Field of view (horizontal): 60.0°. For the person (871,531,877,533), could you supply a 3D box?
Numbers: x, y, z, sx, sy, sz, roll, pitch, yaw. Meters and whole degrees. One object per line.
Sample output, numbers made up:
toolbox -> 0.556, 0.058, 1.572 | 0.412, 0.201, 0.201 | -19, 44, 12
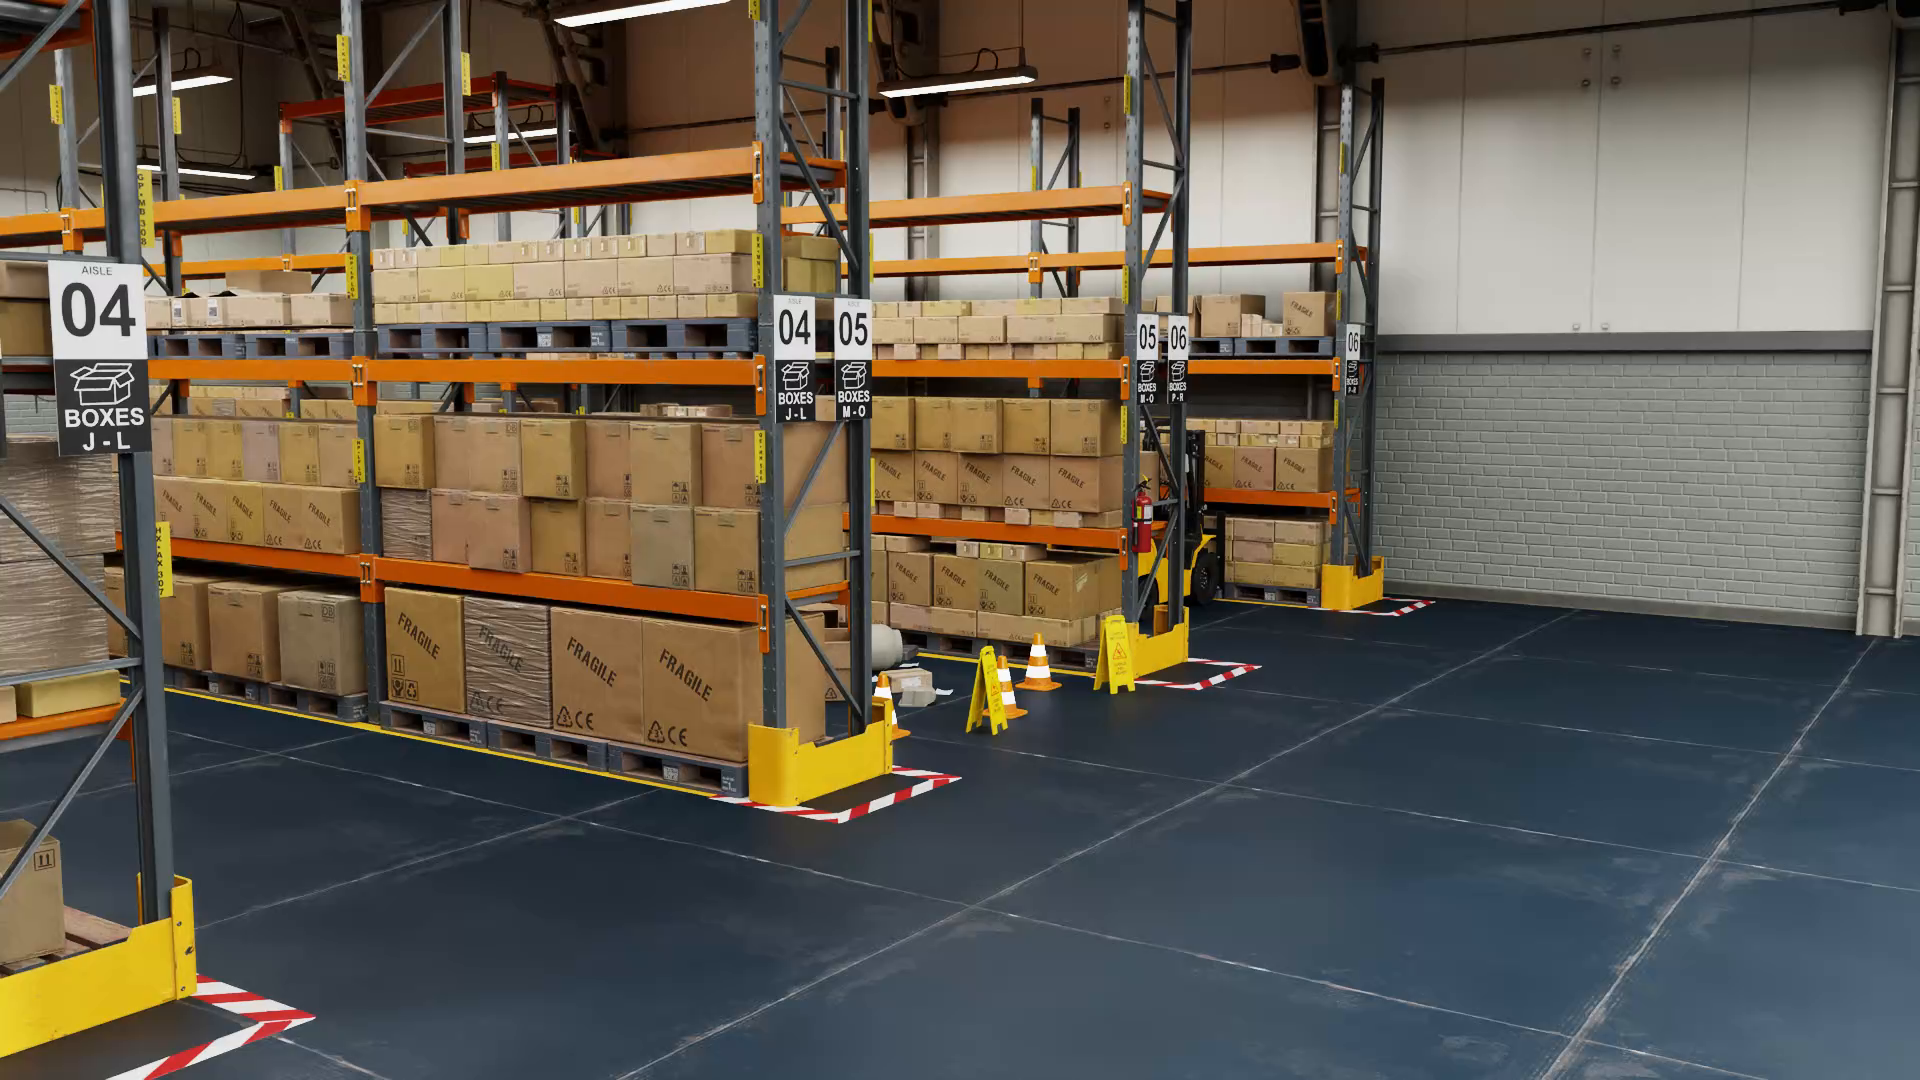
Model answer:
person -> -0.813, 0.095, 18.589 | 0.860, 1.416, 0.551 | 3, 7, 29
